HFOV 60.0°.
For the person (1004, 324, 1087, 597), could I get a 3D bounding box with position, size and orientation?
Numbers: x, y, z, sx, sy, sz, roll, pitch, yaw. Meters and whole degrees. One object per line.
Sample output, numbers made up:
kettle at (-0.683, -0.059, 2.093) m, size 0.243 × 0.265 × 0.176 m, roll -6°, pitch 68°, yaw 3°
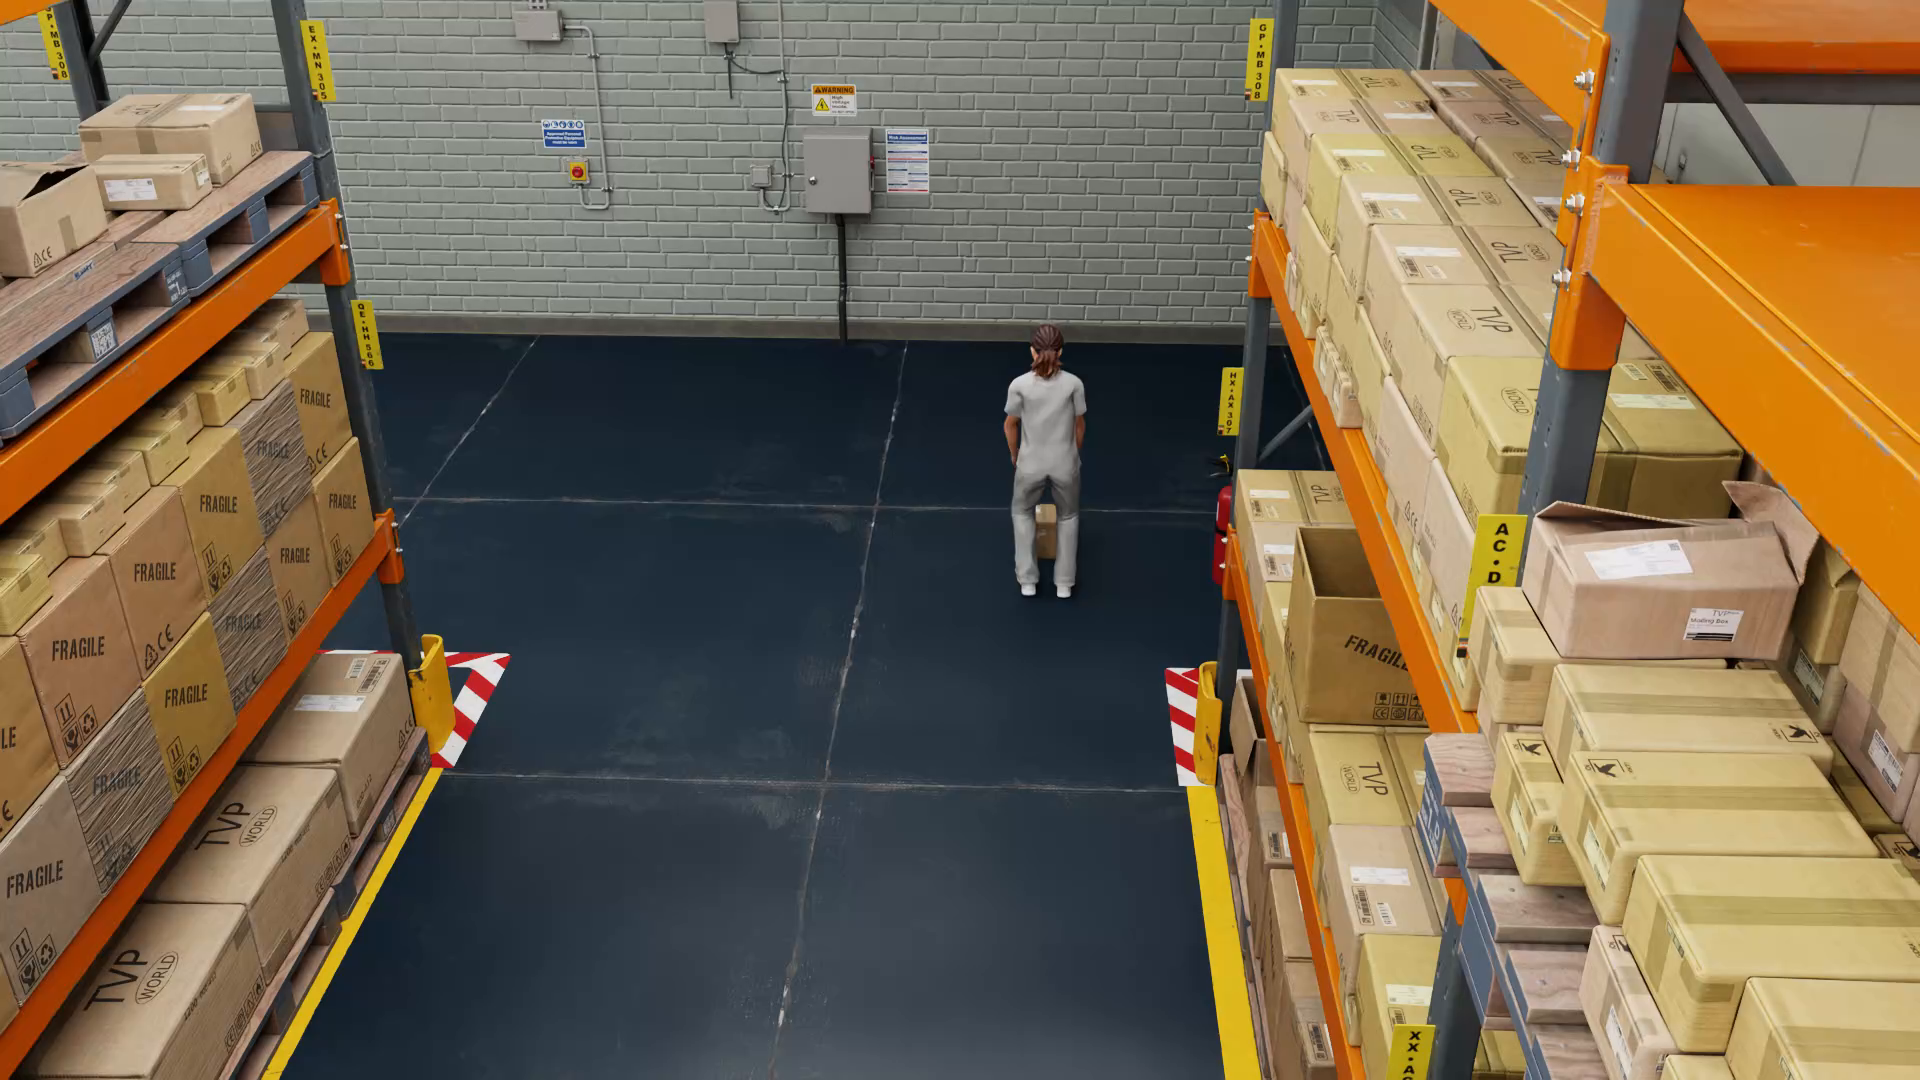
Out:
person at (0.481, -0.436, 9.514) m, size 0.464 × 1.616 × 0.406 m, roll 2°, pitch 28°, yaw 3°
